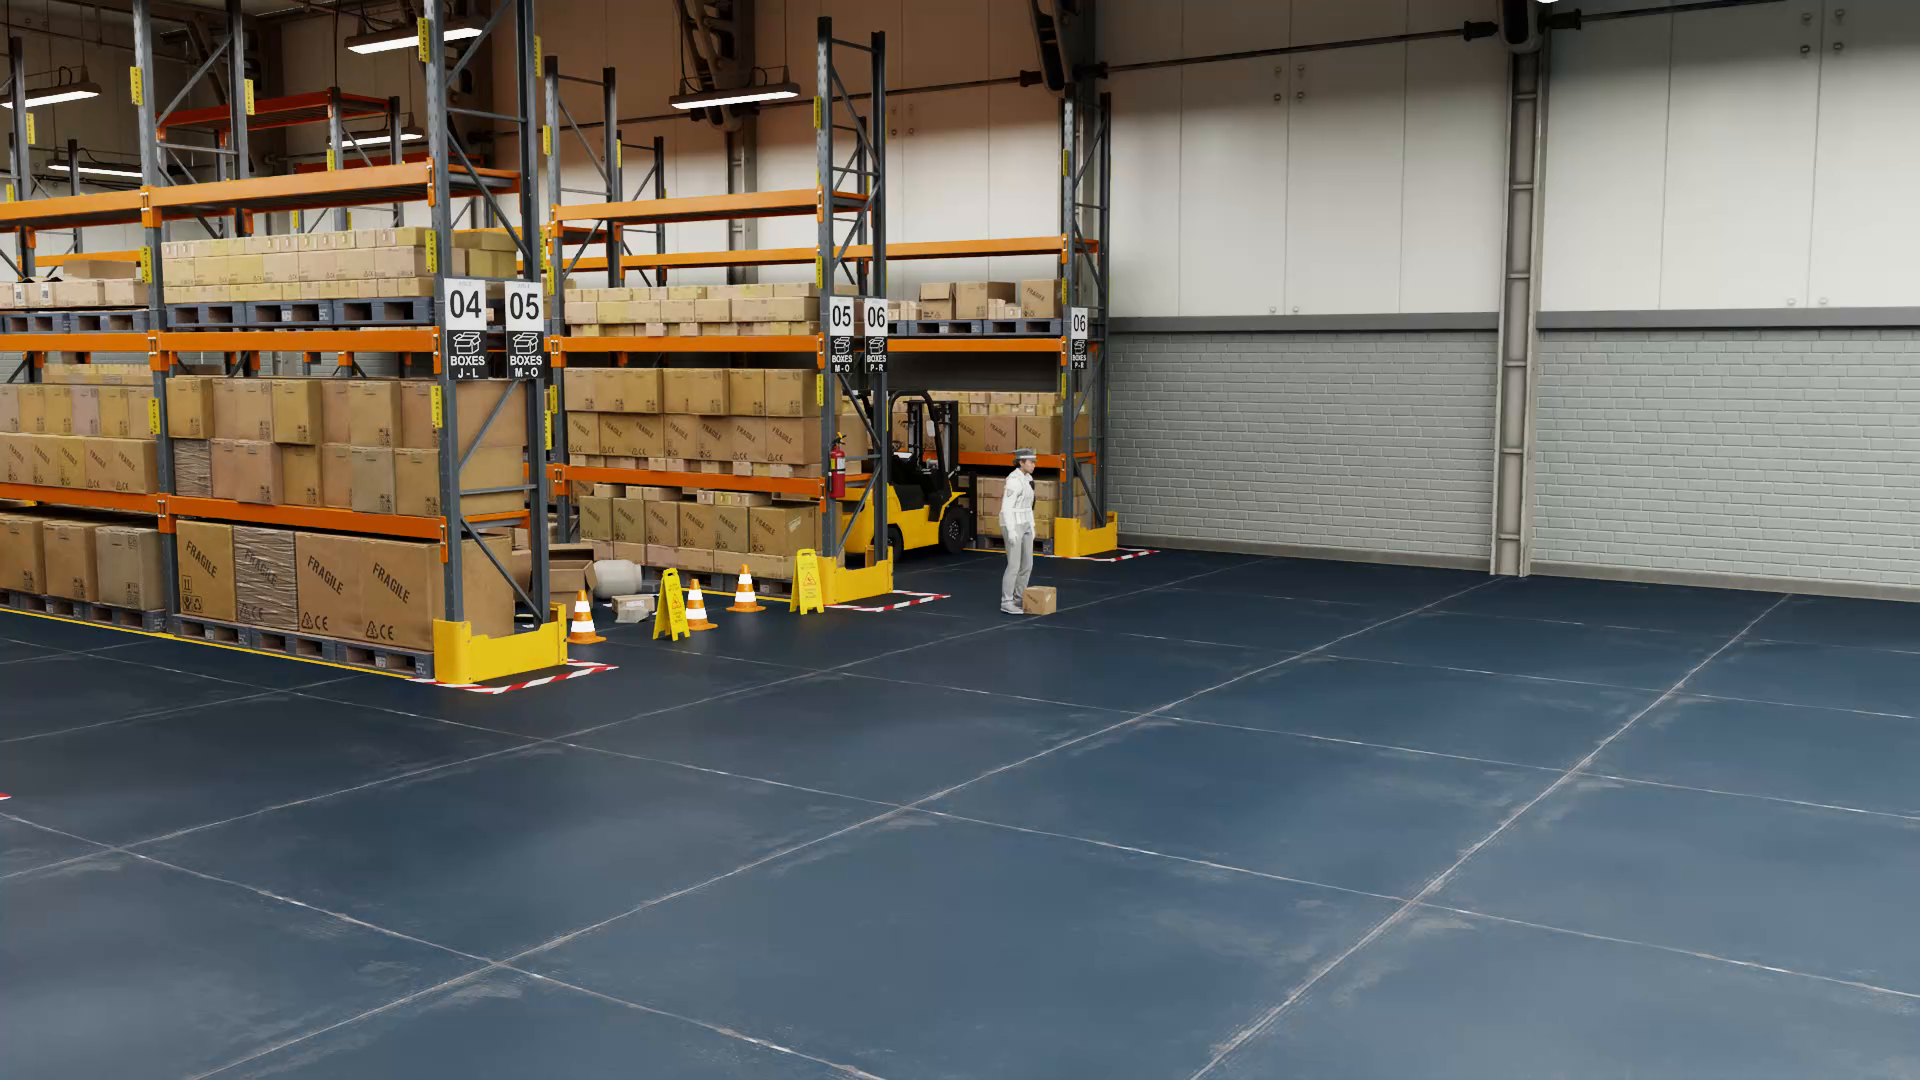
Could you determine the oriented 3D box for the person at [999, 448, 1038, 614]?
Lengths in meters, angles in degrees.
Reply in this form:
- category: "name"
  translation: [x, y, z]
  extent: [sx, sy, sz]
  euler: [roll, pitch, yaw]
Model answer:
- category: "person"
  translation: [0.606, -0.106, 16.918]
  extent: [0.372, 1.666, 0.547]
  euler: [4, 7, 30]
